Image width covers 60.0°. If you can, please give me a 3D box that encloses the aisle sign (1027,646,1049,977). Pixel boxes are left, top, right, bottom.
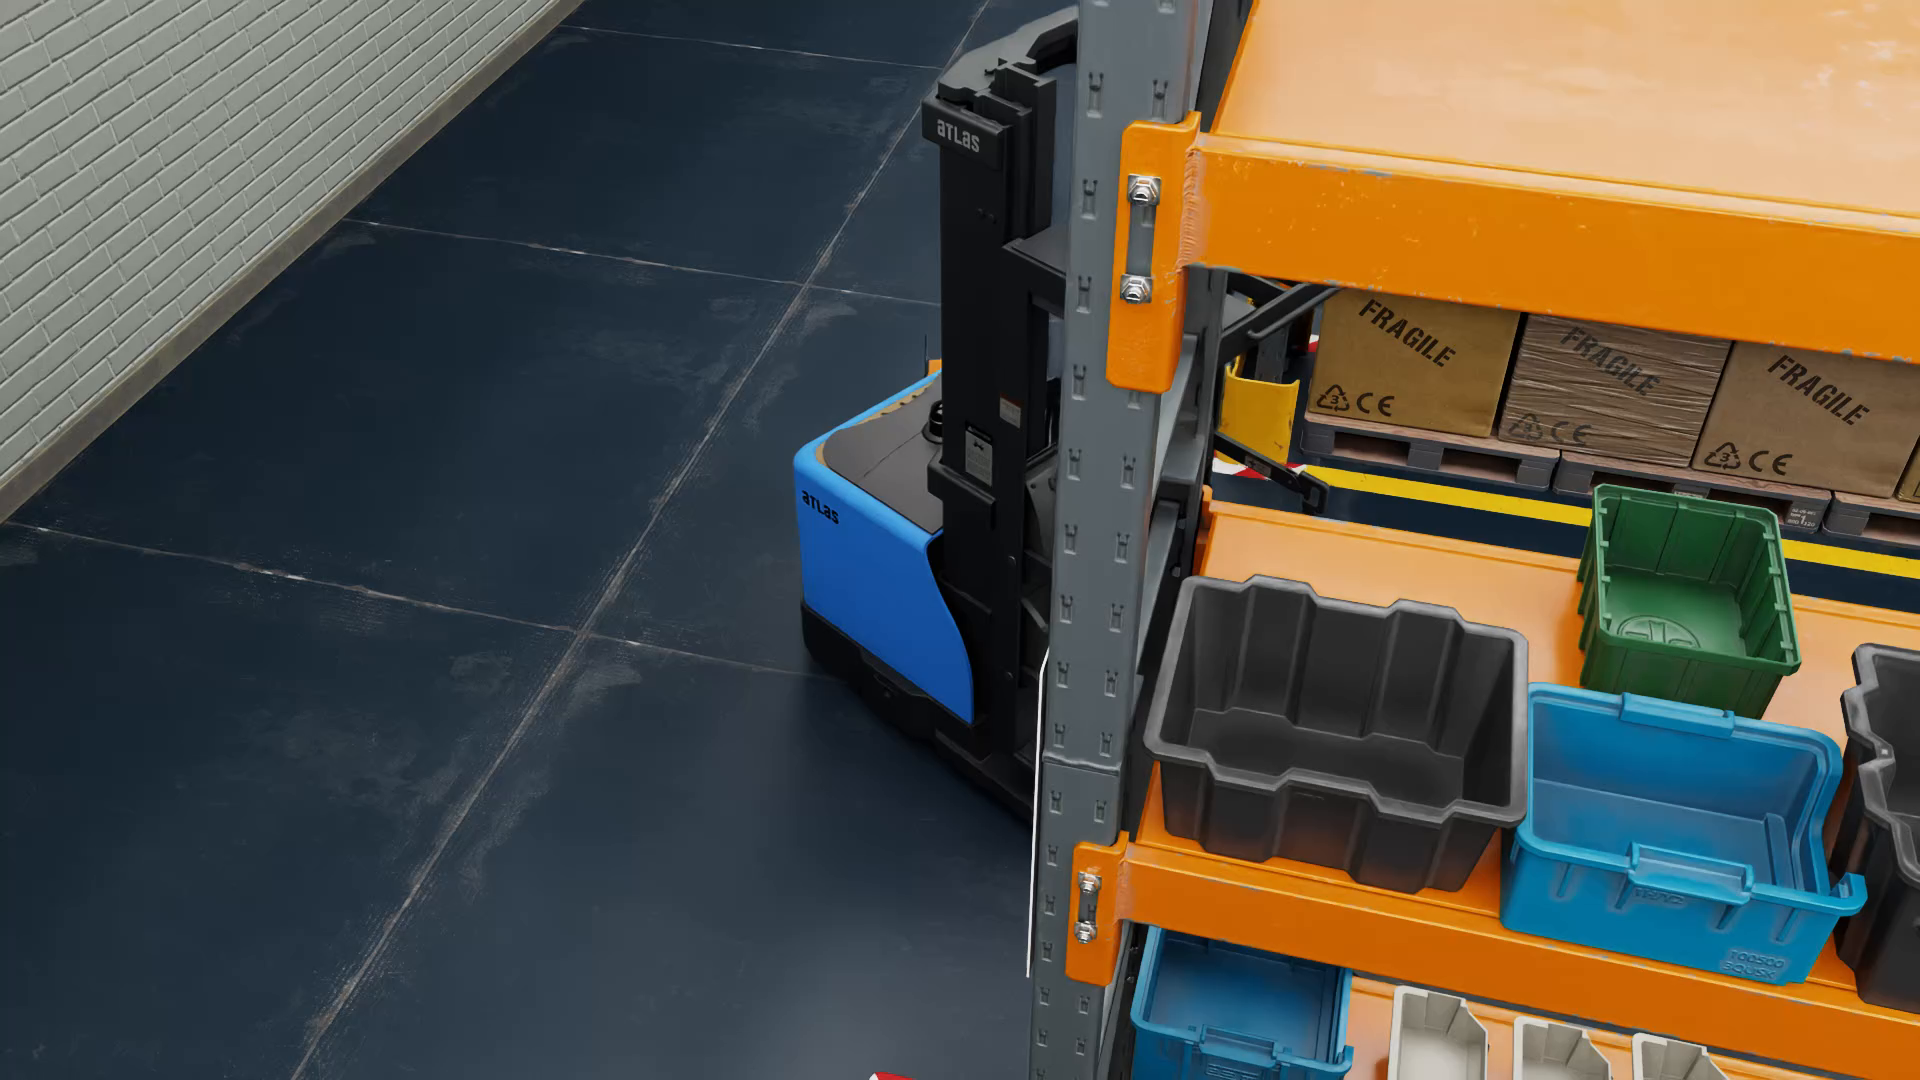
[{"bbox_3d":[0.176,0.383,2.964,0.004,0.787,0.394,10,41,11],"label":"aisle sign"}]

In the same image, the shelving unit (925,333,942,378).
[{"bbox_3d":[-0.020,-0.437,7.479,0.252,1.050,0.215,-3,40,-3],"label":"shelving unit"}]

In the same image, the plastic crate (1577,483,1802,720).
[{"bbox_3d":[1.349,0.125,3.125,0.336,0.188,0.450,10,41,11],"label":"plastic crate"}]

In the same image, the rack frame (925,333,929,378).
[{"bbox_3d":[-0.142,-0.431,7.472,0.008,1.050,0.200,-3,40,-3],"label":"rack frame"}]

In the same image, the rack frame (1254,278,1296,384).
[{"bbox_3d":[1.603,-1.871,7.670,0.127,3.000,1.000,10,41,11],"label":"rack frame"}]

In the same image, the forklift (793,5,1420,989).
[{"bbox_3d":[0.724,-0.194,5.727,1.130,2.935,3.031,-33,50,-33],"label":"forklift"}]

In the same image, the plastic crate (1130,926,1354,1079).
[{"bbox_3d":[0.694,1.109,4.047,0.499,0.435,0.616,10,41,11],"label":"plastic crate"}]

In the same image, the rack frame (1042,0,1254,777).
[{"bbox_3d":[0.323,-1.091,2.076,0.127,3.000,1.000,10,41,11],"label":"rack frame"}]

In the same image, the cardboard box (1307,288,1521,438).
[{"bbox_3d":[2.242,-1.161,8.150,0.875,0.875,0.875,10,41,11],"label":"cardboard box"}]

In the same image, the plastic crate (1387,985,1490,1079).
[{"bbox_3d":[1.157,1.307,4.044,0.243,0.136,0.396,10,41,11],"label":"plastic crate"}]

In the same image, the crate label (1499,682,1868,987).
[{"bbox_3d":[1.130,0.469,2.667,0.502,0.251,0.408,10,41,11],"label":"crate label"}]

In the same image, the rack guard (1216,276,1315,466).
[{"bbox_3d":[1.580,-0.918,8.478,0.348,0.500,1.175,10,41,11],"label":"rack guard"}]

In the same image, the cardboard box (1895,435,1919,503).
[{"bbox_3d":[4.850,-0.712,7.616,0.875,0.875,0.875,10,41,11],"label":"cardboard box"}]

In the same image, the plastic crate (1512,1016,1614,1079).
[{"bbox_3d":[1.433,1.365,3.976,0.243,0.136,0.396,10,41,11],"label":"plastic crate"}]

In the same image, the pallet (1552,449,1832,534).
[{"bbox_3d":[3.570,-0.514,8.223,1.213,0.211,1.003,10,41,11],"label":"pallet"}]

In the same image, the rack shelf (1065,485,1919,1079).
[{"bbox_3d":[2.255,0.666,2.877,4.000,0.370,1.077,10,41,11],"label":"rack shelf"}]

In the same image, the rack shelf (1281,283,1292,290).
[{"bbox_3d":[3.535,-1.263,7.505,4.000,0.370,1.077,10,41,11],"label":"rack shelf"}]

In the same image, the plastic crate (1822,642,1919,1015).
[{"bbox_3d":[1.727,0.506,2.555,0.767,0.338,0.504,10,41,11],"label":"plastic crate"}]

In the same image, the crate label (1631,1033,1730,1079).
[{"bbox_3d":[1.709,1.396,3.939,0.243,0.136,0.396,10,41,11],"label":"crate label"}]

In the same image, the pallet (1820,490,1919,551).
[{"bbox_3d":[4.753,-0.313,7.983,1.213,0.211,1.003,10,41,11],"label":"pallet"}]

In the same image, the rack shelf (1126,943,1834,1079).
[{"bbox_3d":[2.255,1.814,3.841,4.000,0.370,1.077,10,41,11],"label":"rack shelf"}]

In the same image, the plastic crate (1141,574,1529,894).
[{"bbox_3d":[0.622,0.345,2.801,0.590,0.269,0.497,10,41,11],"label":"plastic crate"}]

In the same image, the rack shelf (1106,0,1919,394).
[{"bbox_3d":[2.255,-0.330,2.041,4.000,0.370,1.077,10,41,11],"label":"rack shelf"}]

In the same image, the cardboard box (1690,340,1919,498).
[{"bbox_3d":[3.981,-0.862,7.794,0.875,0.875,0.875,10,41,11],"label":"cardboard box"}]

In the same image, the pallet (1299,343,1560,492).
[{"bbox_3d":[2.395,-0.719,8.466,1.213,0.211,1.003,10,41,11],"label":"pallet"}]

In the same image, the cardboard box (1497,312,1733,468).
[{"bbox_3d":[3.121,-1.010,7.970,0.875,0.875,0.875,10,41,11],"label":"cardboard box"}]

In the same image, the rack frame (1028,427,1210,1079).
[{"bbox_3d":[0.323,1.206,4.006,0.127,3.000,1.000,10,41,11],"label":"rack frame"}]

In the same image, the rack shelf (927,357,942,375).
[{"bbox_3d":[-0.020,-0.646,7.303,0.240,0.259,0.215,-3,40,-3],"label":"rack shelf"}]
